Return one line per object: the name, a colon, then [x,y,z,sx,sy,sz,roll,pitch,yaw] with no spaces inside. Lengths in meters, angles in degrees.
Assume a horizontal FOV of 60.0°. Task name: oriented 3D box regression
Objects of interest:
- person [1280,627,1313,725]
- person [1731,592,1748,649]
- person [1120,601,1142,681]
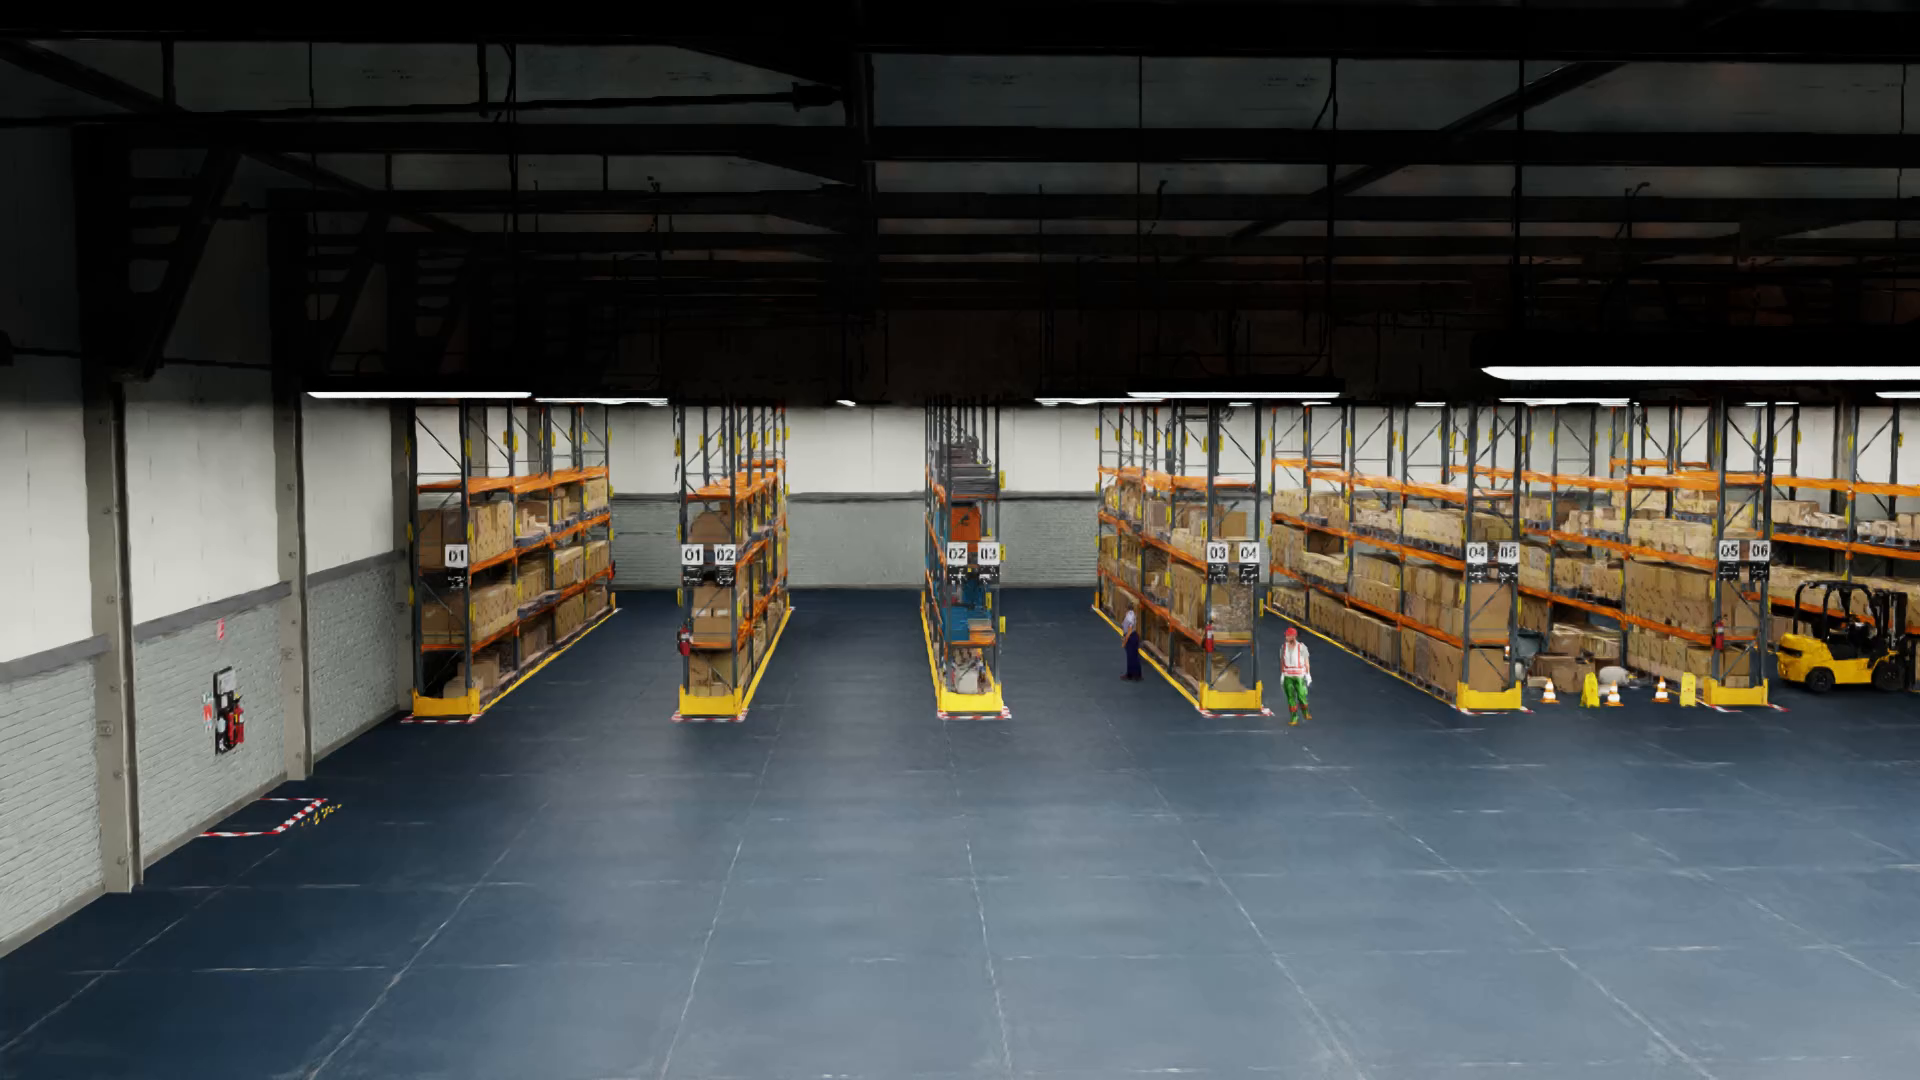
person: [6.097,2.457,30.152,0.589,1.779,0.572,3,5,33]
person: [16.633,2.004,35.640,0.551,1.782,0.630,2,5,28]
person: [3.625,2.128,35.189,0.498,1.676,0.541,1,5,10]
